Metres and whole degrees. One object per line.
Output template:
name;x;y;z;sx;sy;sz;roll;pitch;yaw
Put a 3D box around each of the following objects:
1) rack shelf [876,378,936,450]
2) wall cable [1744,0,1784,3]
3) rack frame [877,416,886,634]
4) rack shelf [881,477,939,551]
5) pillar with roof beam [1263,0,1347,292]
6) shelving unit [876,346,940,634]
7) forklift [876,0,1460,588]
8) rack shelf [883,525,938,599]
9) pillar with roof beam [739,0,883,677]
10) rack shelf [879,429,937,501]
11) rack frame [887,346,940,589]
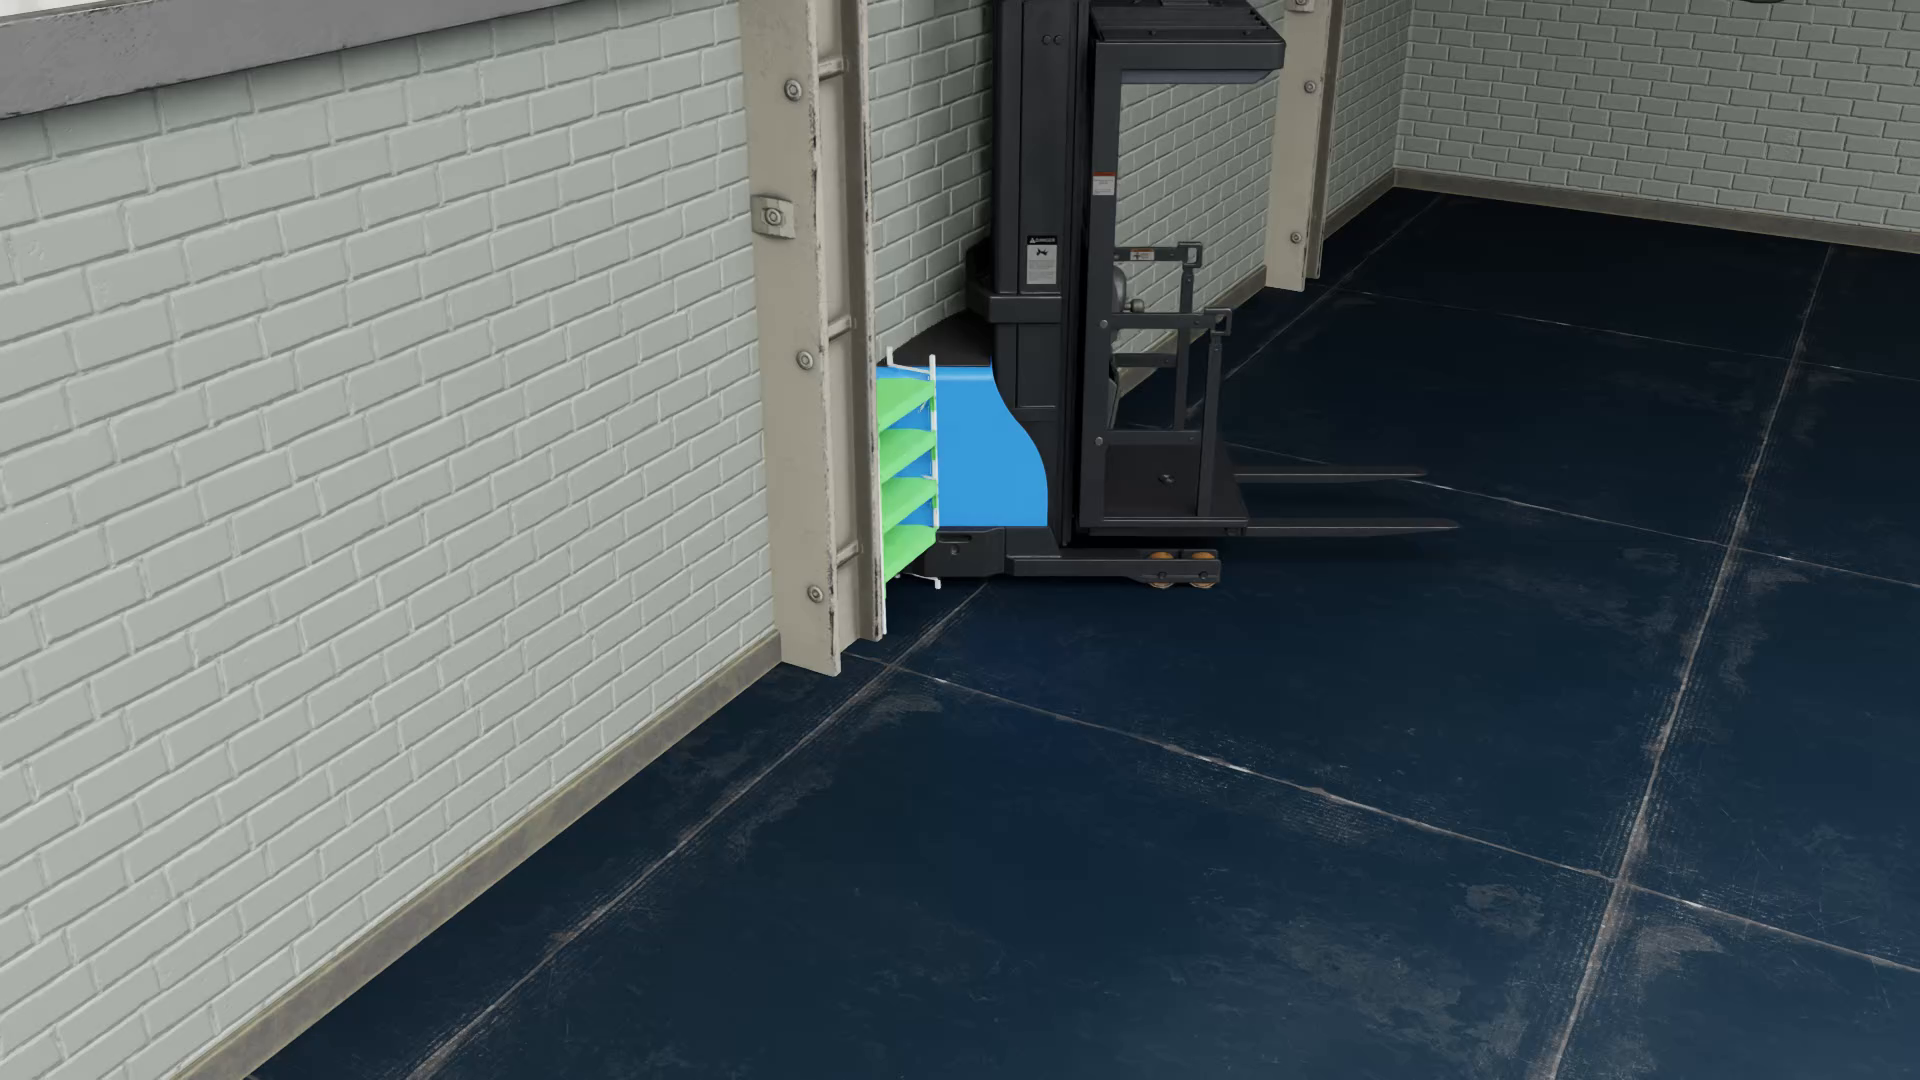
rack shelf;-0.333;-0.568;7.213;0.258;0.148;0.480;14;31;26
wall cable;4.980;-5.358;12.370;3.097;2.526;0.112;14;30;26
rack frame;-0.445;-0.099;7.215;0.240;1.200;0.015;14;31;26
rack shelf;-0.326;-0.142;7.433;0.258;0.148;0.480;14;31;26
pillar with roof beam;6.128;-4.942;8.070;9.100;9.000;0.400;14;30;26
shelving unit;-0.327;-0.198;7.404;0.258;1.200;0.503;14;31;26
forklift;0.857;-1.323;7.619;3.031;2.935;1.130;0;27;0
rack shelf;-0.322;0.072;7.543;0.258;0.148;0.480;14;31;26
pillar with roof beam;3.176;-2.604;3.398;9.100;9.000;0.400;14;30;26
rack shelf;-0.329;-0.355;7.323;0.258;0.148;0.480;14;31;26
rack frame;-0.208;-0.298;7.592;0.240;1.200;0.015;14;31;26
